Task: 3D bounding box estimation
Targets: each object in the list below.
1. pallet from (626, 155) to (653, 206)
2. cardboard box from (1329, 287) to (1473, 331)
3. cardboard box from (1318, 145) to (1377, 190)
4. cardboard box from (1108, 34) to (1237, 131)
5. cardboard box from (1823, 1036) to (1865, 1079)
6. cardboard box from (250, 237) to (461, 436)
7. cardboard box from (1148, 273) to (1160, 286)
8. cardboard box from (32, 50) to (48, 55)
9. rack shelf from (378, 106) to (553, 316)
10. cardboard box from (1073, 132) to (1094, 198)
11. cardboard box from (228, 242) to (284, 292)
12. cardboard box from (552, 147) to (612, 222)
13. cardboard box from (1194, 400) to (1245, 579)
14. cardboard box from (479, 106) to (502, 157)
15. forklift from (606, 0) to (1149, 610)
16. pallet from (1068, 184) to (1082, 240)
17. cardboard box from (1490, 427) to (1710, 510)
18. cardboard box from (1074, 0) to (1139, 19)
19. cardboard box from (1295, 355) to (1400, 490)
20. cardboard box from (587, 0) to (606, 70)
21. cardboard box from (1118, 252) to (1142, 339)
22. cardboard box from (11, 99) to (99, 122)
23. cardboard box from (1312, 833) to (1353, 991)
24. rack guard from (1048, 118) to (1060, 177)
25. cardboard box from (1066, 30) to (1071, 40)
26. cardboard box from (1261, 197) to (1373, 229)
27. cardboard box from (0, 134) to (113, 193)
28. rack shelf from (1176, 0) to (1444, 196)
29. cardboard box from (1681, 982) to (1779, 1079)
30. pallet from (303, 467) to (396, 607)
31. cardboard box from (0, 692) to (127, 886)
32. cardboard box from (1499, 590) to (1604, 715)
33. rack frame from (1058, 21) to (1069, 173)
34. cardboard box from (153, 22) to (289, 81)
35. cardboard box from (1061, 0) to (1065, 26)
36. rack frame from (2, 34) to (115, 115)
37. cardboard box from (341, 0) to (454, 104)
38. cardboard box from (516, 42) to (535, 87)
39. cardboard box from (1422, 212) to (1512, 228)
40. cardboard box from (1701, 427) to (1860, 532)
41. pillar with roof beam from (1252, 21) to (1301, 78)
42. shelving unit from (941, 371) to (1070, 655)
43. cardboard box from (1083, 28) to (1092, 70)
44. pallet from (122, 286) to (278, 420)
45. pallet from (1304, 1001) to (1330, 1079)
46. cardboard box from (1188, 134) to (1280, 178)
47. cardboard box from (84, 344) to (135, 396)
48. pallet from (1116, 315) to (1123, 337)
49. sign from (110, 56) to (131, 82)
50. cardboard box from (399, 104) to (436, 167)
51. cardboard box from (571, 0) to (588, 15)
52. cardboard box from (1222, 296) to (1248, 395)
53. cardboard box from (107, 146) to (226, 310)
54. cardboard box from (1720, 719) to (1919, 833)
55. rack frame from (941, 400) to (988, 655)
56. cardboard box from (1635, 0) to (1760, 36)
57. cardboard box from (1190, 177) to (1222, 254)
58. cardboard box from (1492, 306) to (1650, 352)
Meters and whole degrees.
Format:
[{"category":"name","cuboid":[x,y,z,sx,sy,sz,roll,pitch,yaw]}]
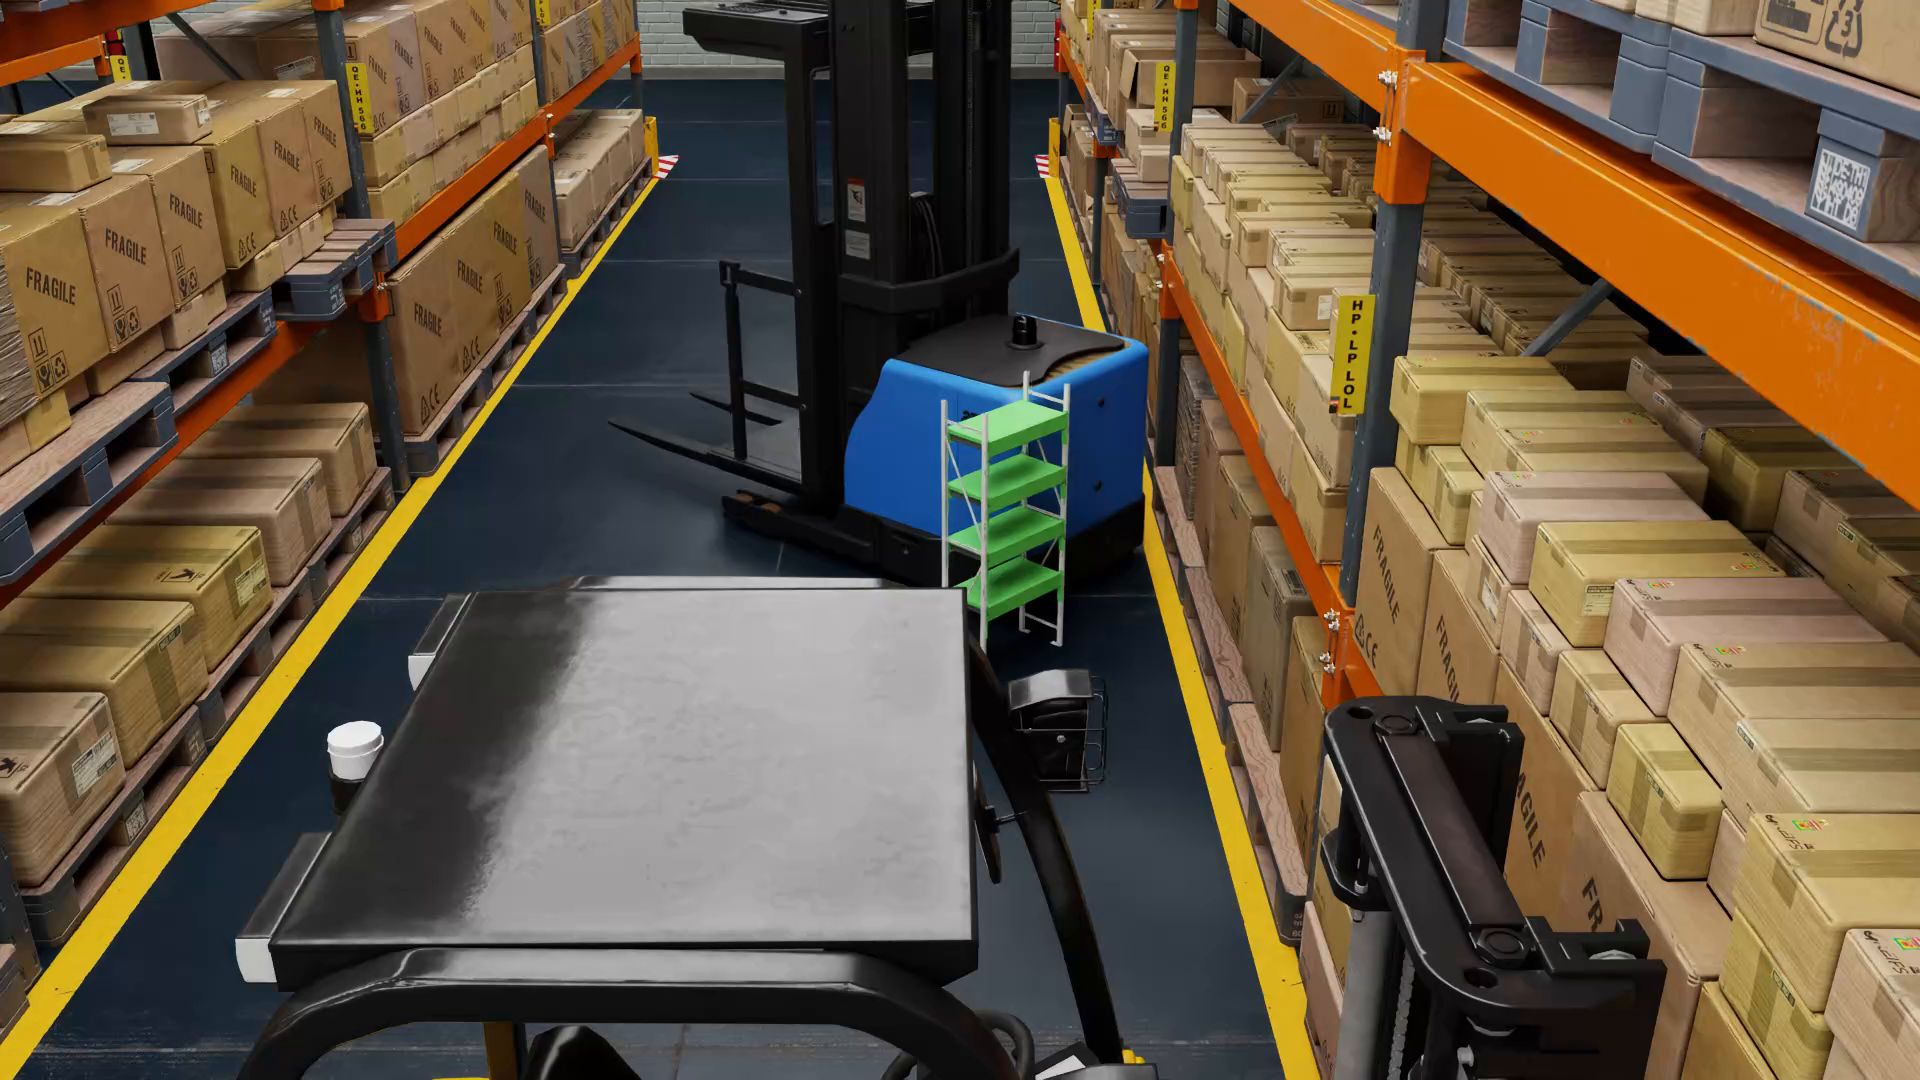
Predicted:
[{"category":"pallet","cuboid":[-3.431,-3.323,15.340,1.003,0.211,1.213,0,24,-1]},{"category":"cardboard box","cuboid":[1.380,-0.690,5.226,0.380,0.149,0.250,0,24,-1]},{"category":"cardboard box","cuboid":[1.795,-1.643,7.335,0.380,0.149,0.250,0,24,-1]},{"category":"cardboard box","cuboid":[1.285,-2.798,10.165,0.700,0.500,0.500,0,24,-1]},{"category":"cardboard box","cuboid":[1.321,0.740,2.066,0.380,0.149,0.250,-1,24,-2]},{"category":"cardboard box","cuboid":[-3.355,-1.134,9.186,0.875,0.875,0.875,0,24,-1]},{"category":"cardboard box","cuboid":[1.282,-1.421,9.489,0.380,0.149,0.250,-1,24,-2]},{"category":"cardboard box","cuboid":[-8.171,-4.300,14.422,0.380,0.149,0.250,0,24,1]},{"category":"rack shelf","cuboid":[-3.452,-2.122,10.175,1.077,0.370,4.000,0,24,-1]},{"category":"cardboard box","cuboid":[1.234,-3.175,14.155,0.500,0.500,0.500,0,24,0]},{"category":"cardboard box","cuboid":[-3.057,-1.138,6.921,0.380,0.149,0.250,0,24,0]},{"category":"cardboard box","cuboid":[-3.384,-2.926,13.679,0.875,0.438,0.875,-1,24,-2]},{"category":"cardboard box","cuboid":[1.541,-0.233,7.497,0.875,0.625,0.625,1,24,1]},{"category":"cardboard box","cuboid":[-3.226,-2.604,10.550,0.500,0.250,0.500,-1,24,-2]},{"category":"forklift","cuboid":[-0.571,-1.503,8.017,3.031,2.935,1.130,19,30,35]},{"category":"pallet","cuboid":[1.467,-2.814,14.217,1.003,0.211,1.213,0,24,-1]},{"category":"cardboard box","cuboid":[1.388,-0.133,3.635,0.380,0.149,0.250,-1,24,-2]},{"category":"cardboard box","cuboid":[1.198,-4.549,13.579,0.500,0.500,0.500,0,24,1]},{"category":"cardboard box","cuboid":[1.316,-0.362,4.986,0.500,0.250,0.500,-1,24,-2]},{"category":"cardboard box","cuboid":[-3.223,-4.139,13.640,0.500,0.500,0.500,0,24,1]},{"category":"cardboard box","cuboid":[1.286,-1.511,10.475,0.500,0.500,0.500,-1,24,-2]},{"category":"cardboard box","cuboid":[-3.644,-1.597,7.149,0.500,0.500,0.500,1,24,2]},{"category":"cardboard box","cuboid":[1.273,1.033,4.546,0.500,0.250,0.500,0,24,-1]},{"category":"rack guard","cuboid":[1.447,-3.776,15.992,1.175,0.500,0.348,0,24,-1]},{"category":"cardboard box","cuboid":[1.175,-4.695,15.296,0.380,0.149,0.250,0,24,-1]},{"category":"cardboard box","cuboid":[1.366,-1.220,6.398,0.380,0.149,0.250,0,24,-1]},{"category":"cardboard box","cuboid":[-3.153,-1.288,5.679,0.380,0.149,0.250,1,24,2]},{"category":"rack shelf","cuboid":[1.555,-1.864,5.965,1.077,0.370,4.000,0,24,-1]},{"category":"cardboard box","cuboid":[1.350,0.975,2.334,0.500,0.500,0.500,-1,24,-2]},{"category":"pallet","cuboid":[-3.423,-0.033,8.067,1.003,0.211,1.213,0,24,-1]},{"category":"cardboard box","cuboid":[-3.395,0.812,5.493,0.950,0.372,0.625,0,24,0]},{"category":"cardboard box","cuboid":[1.282,0.214,3.228,0.380,0.149,0.250,0,24,-1]},{"category":"rack frame","cuboid":[1.446,-4.946,15.546,1.000,3.000,0.127,0,24,-1]},{"category":"cardboard box","cuboid":[-3.698,-2.339,8.447,0.500,0.500,0.500,-1,24,-2]},{"category":"cardboard box","cuboid":[1.181,-4.825,15.100,0.500,0.250,0.500,0,24,0]},{"category":"rack frame","cuboid":[-8.466,-4.858,15.352,1.000,3.000,0.127,0,24,-1]},{"category":"cardboard box","cuboid":[-3.196,-2.749,9.353,0.500,0.500,0.500,0,24,1]},{"category":"cardboard box","cuboid":[-3.226,-3.253,11.378,0.500,0.250,0.500,0,24,-1]},{"category":"cardboard box","cuboid":[1.817,-1.117,6.171,0.380,0.149,0.250,0,24,0]},{"category":"cardboard box","cuboid":[1.860,-0.135,3.640,0.380,0.149,0.250,0,24,-1]},{"category":"pillar with roof beam","cuboid":[-1.922,-6.303,11.266,9.100,9.000,0.400,0,24,-1]},{"category":"shelving unit","cuboid":[0.186,-0.045,6.892,0.258,1.200,0.503,22,32,39]},{"category":"cardboard box","cuboid":[1.220,-3.780,12.789,0.500,0.250,0.500,0,24,0]},{"category":"pallet","cuboid":[-3.368,-0.723,6.441,1.003,0.211,1.213,0,24,-1]},{"category":"pallet","cuboid":[1.543,1.597,4.463,1.003,0.211,1.213,0,24,-1]},{"category":"cardboard box","cuboid":[1.246,-1.748,7.567,0.380,0.149,0.250,0,24,1]},{"category":"cardboard box","cuboid":[-3.111,-0.609,5.752,0.380,0.149,0.250,0,24,0]},{"category":"pallet","cuboid":[1.552,-1.188,10.622,1.003,0.211,1.213,0,24,-1]},{"category":"sign","cuboid":[-3.985,-2.150,7.958,0.100,0.325,0.005,0,24,-1]},{"category":"cardboard box","cuboid":[-3.193,-2.208,9.068,0.500,0.250,0.500,0,24,1]},{"category":"cardboard box","cuboid":[-3.231,-4.392,12.986,0.500,0.500,0.500,0,24,0]},{"category":"cardboard box","cuboid":[1.311,-0.764,6.482,0.500,0.250,0.500,1,24,1]},{"category":"cardboard box","cuboid":[-3.119,-1.166,6.197,0.500,0.500,0.500,-1,24,-3]},{"category":"cardboard box","cuboid":[1.383,0.391,2.475,0.380,0.149,0.250,0,24,0]},{"category":"rack frame","cuboid":[0.017,0.028,6.732,0.240,1.200,0.015,22,32,39]},{"category":"cardboard box","cuboid":[1.289,-0.931,2.560,0.396,0.266,0.258,-1,24,-2]},{"category":"cardboard box","cuboid":[1.298,-1.419,7.323,0.500,0.250,0.500,0,24,1]},{"category":"cardboard box","cuboid":[1.837,-0.599,5.026,0.380,0.149,0.250,-1,24,-2]}]
